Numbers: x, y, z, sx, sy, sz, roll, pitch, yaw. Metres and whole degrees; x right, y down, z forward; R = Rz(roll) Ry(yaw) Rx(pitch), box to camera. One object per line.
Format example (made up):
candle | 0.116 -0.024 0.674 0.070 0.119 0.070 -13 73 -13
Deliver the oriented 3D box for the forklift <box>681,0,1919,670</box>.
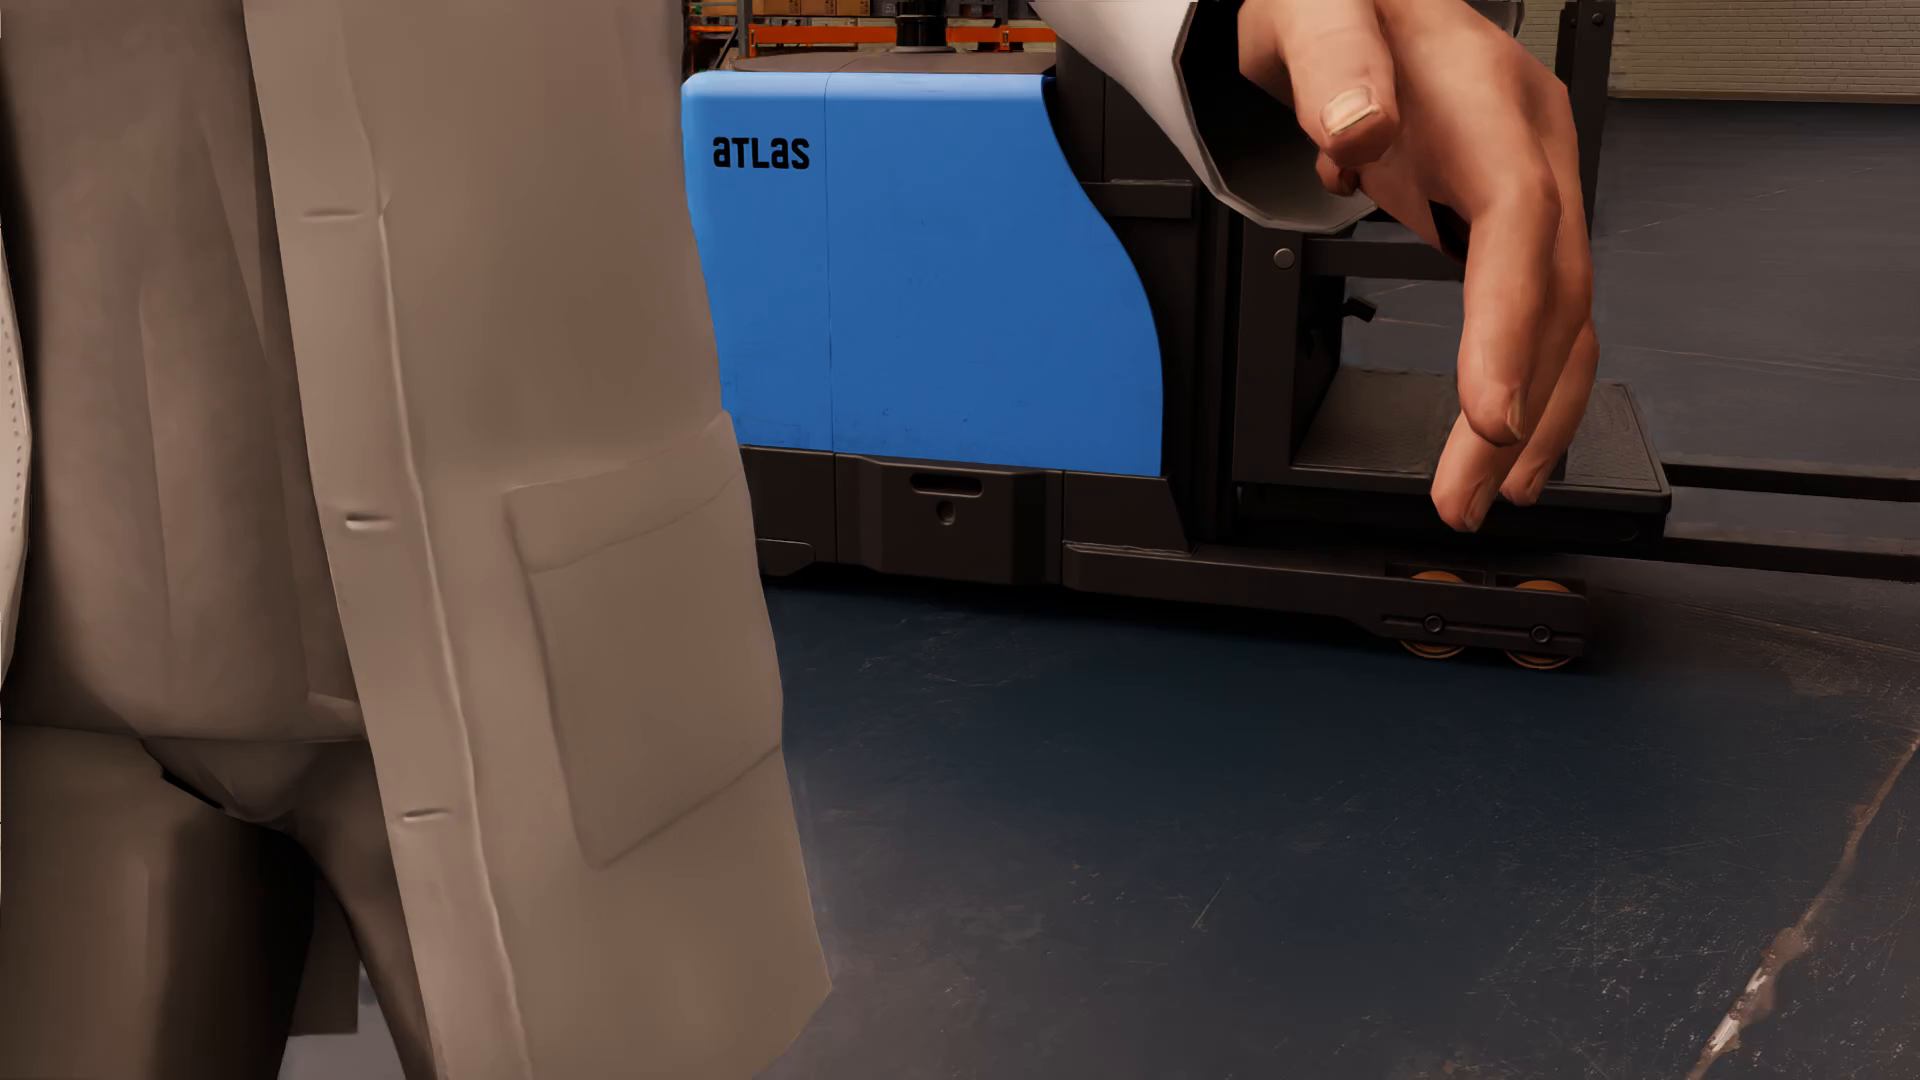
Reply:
forklift | 0.979 -1.330 3.278 3.031 2.935 1.130 5 18 16
